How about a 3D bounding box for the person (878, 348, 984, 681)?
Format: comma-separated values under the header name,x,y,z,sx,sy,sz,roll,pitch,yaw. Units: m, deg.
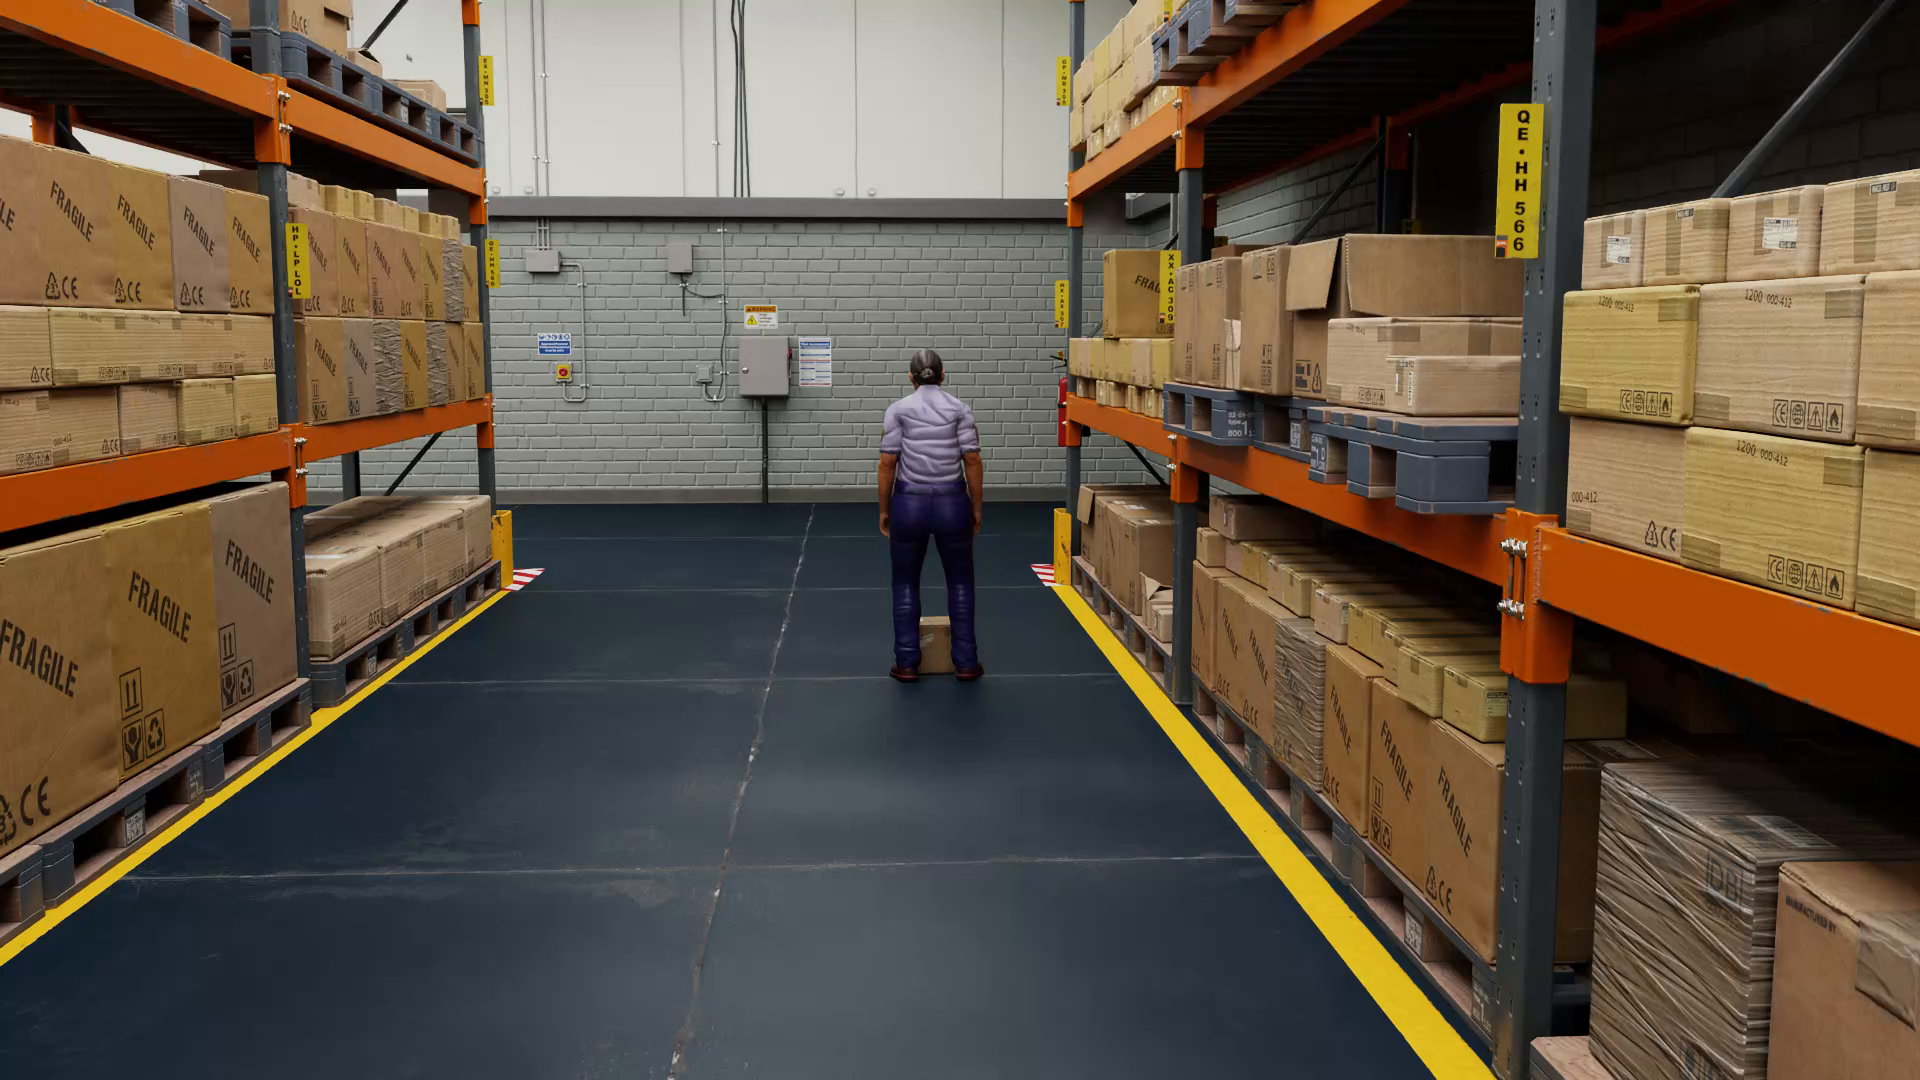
name,x,y,z,sx,sy,sz,roll,pitch,yaw
person,-0.141,-0.117,8.300,0.538,1.638,0.371,0,7,-3
